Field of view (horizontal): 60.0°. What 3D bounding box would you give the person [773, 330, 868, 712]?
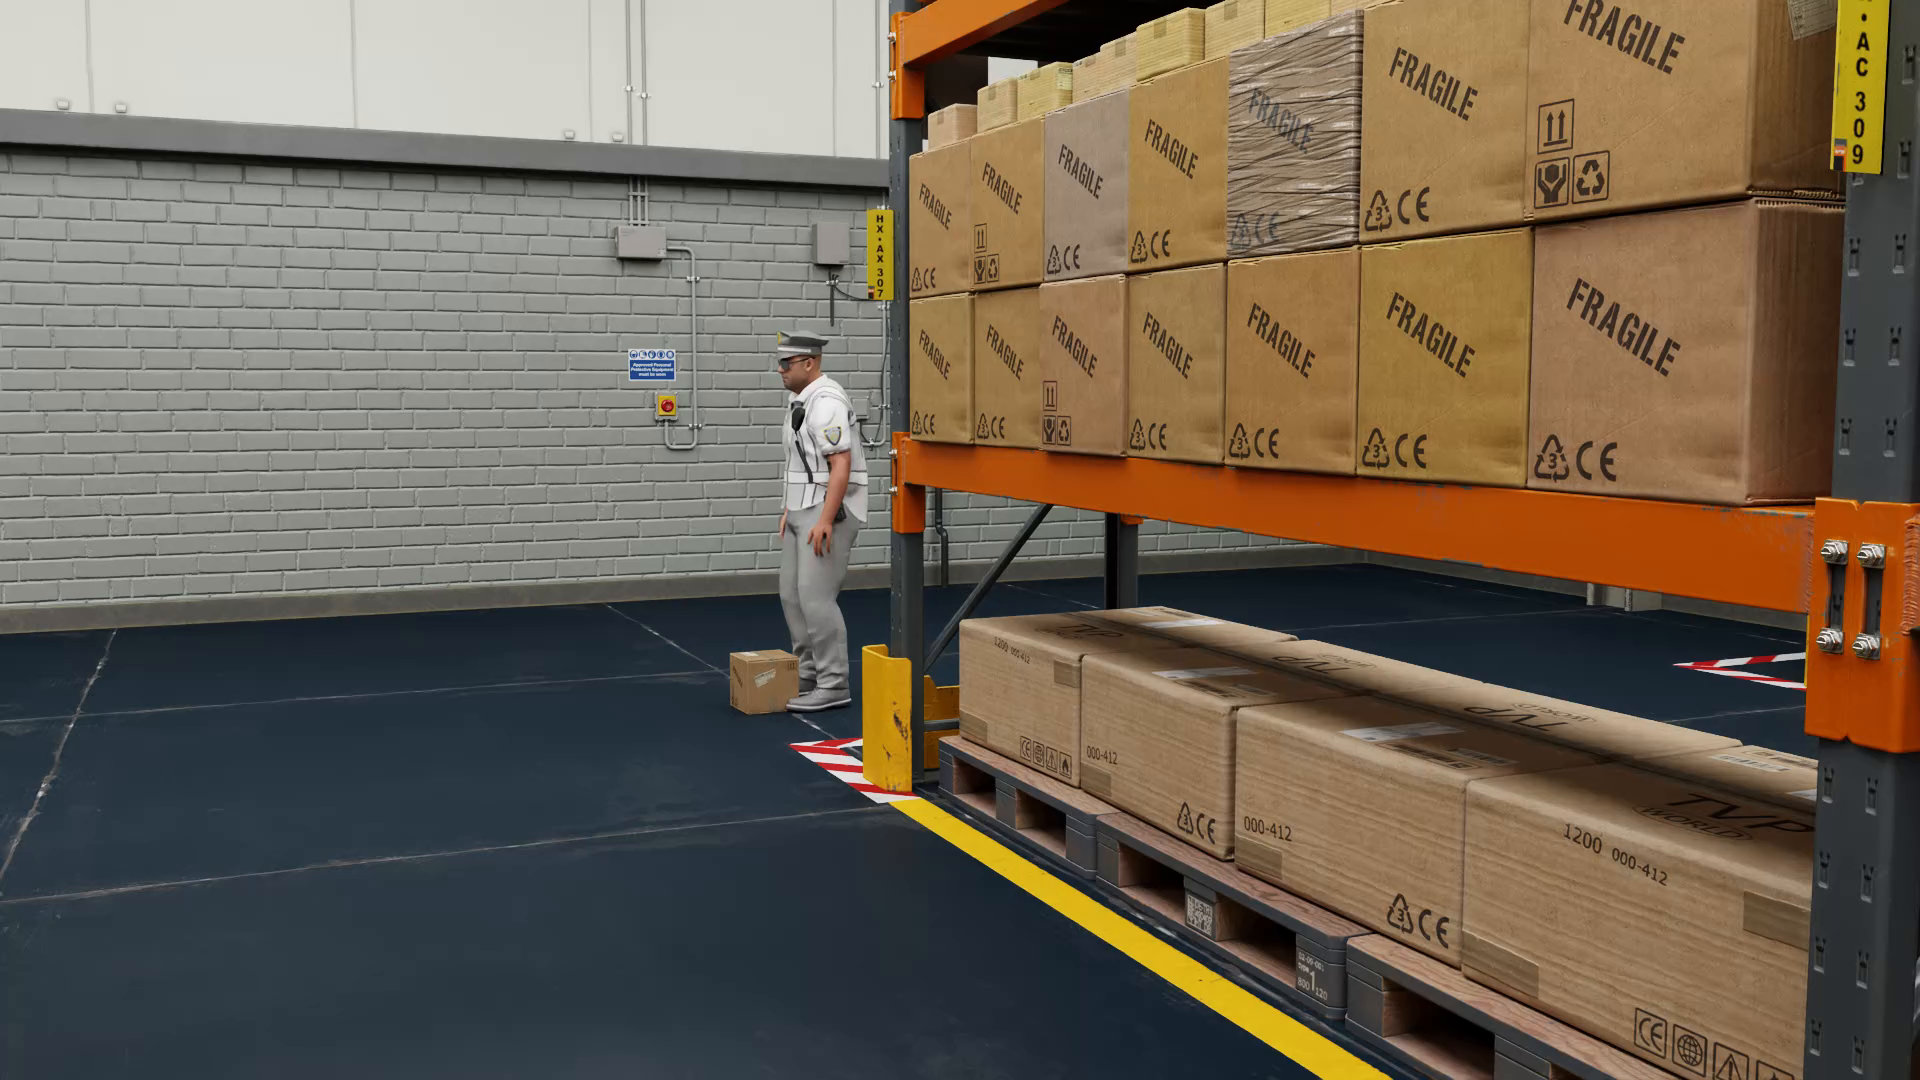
[{"bbox_3d":[-0.668,-0.101,7.786,0.436,1.748,0.587,-2,6,-23],"label":"person"}]
